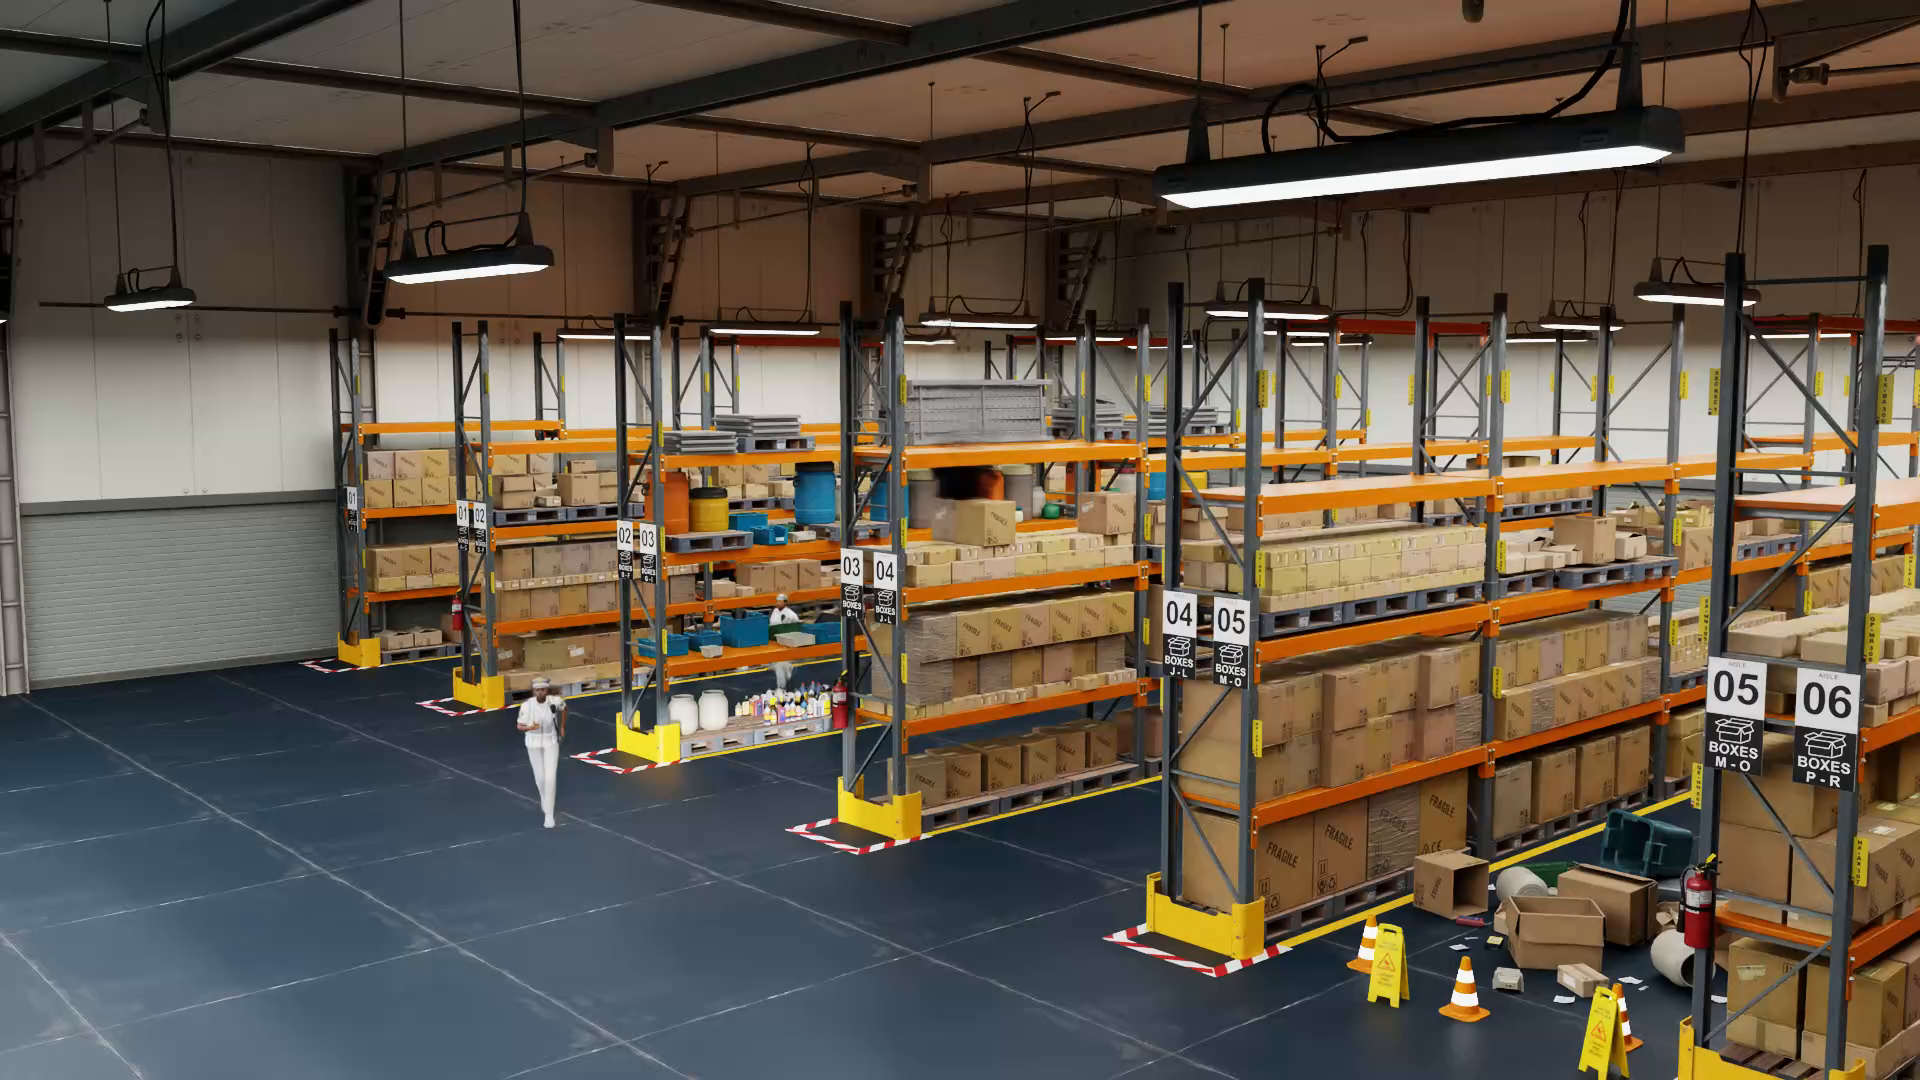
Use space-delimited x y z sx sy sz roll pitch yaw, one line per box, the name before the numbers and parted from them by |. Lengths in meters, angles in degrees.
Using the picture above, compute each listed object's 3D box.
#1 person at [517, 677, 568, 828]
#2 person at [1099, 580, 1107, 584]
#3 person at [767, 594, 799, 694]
person | -4.851 2.432 19.366 0.562 1.767 0.845 -1 6 -9
person | 2.975 1.107 32.801 0.641 1.681 0.692 4 7 37
person | -2.874 1.684 27.226 0.614 1.631 0.575 4 7 38
